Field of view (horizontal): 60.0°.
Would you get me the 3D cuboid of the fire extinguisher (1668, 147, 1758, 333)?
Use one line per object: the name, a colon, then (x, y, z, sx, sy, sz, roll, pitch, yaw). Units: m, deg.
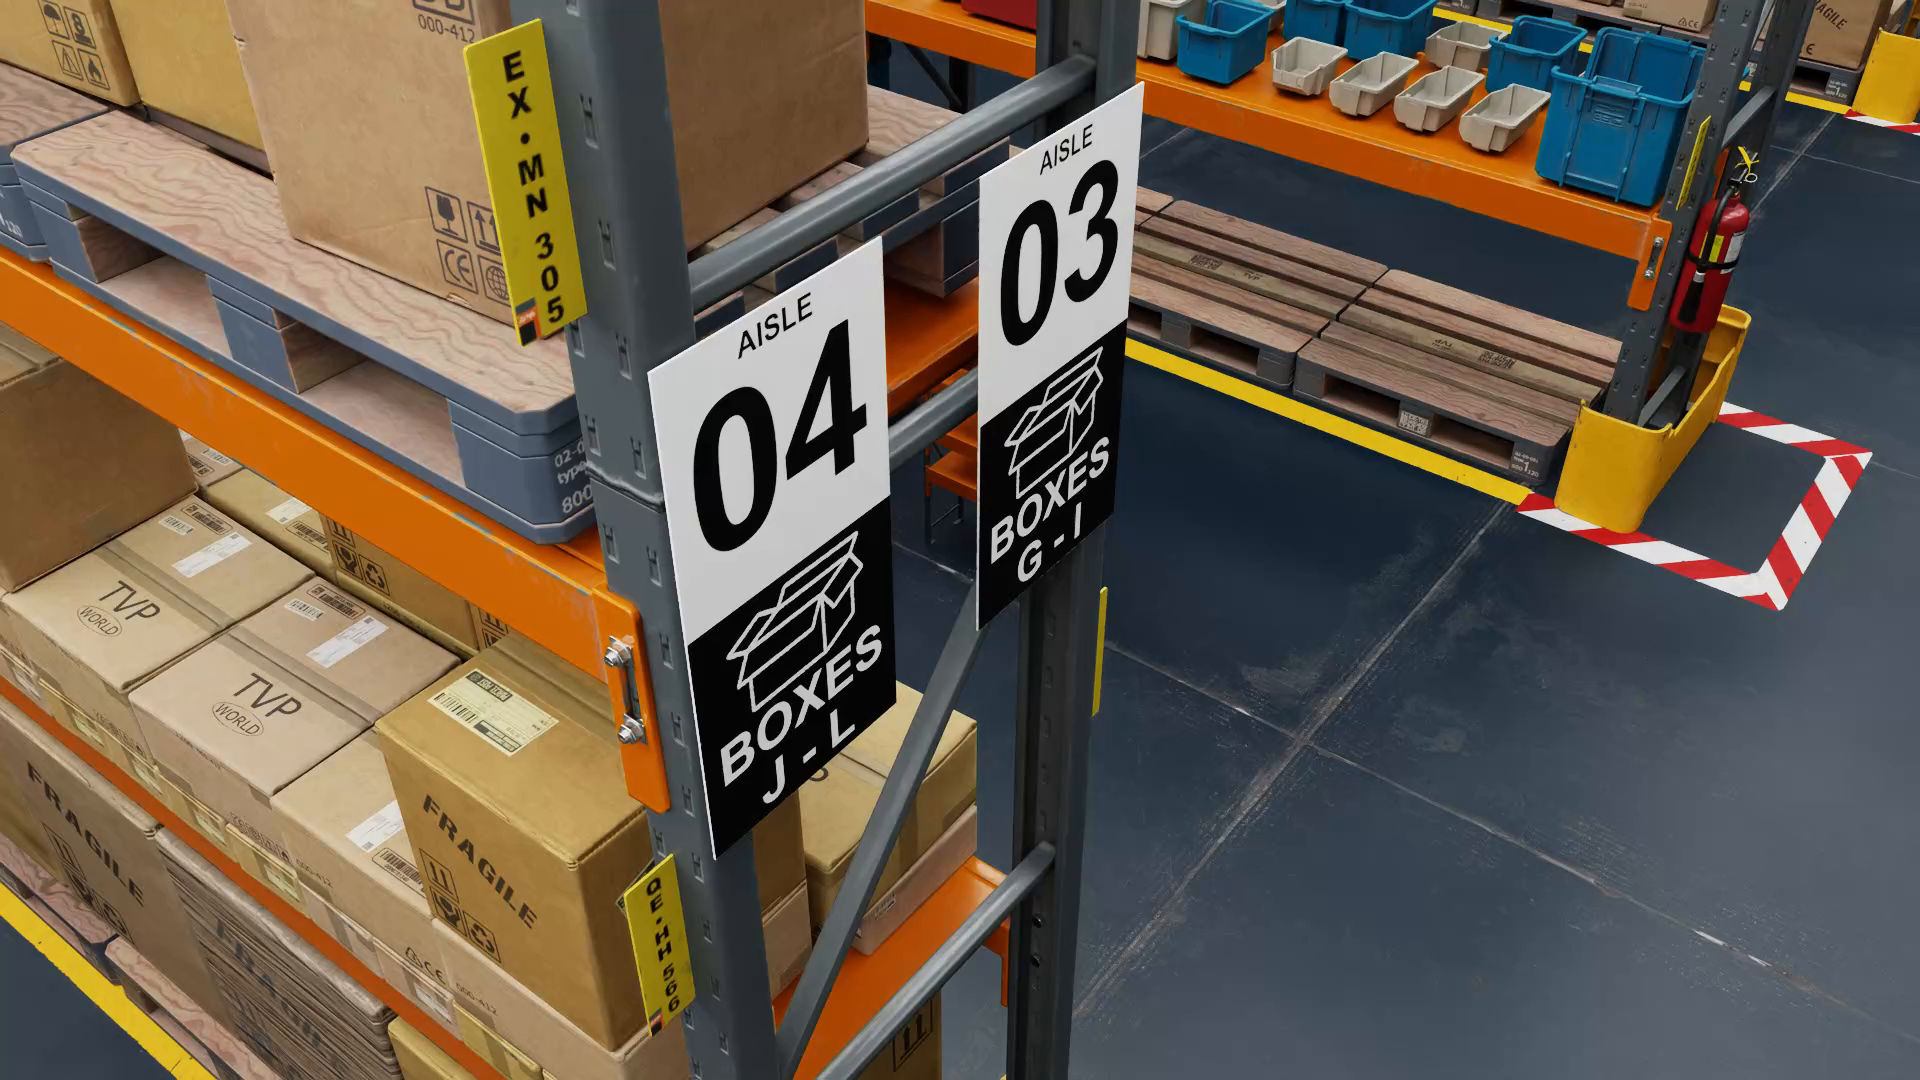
fire extinguisher: (2.761, -1.086, 6.069, 0.183, 0.674, 0.296, 25, 45, 29)

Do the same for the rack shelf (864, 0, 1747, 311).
rack shelf: (1.328, -2.008, 7.466, 4.000, 0.370, 1.077, 25, 45, 29)

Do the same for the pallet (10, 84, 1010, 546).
pallet: (-0.688, -0.536, 2.640, 1.213, 0.211, 1.003, 25, 45, 29)

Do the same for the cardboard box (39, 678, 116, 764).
cardboard box: (-1.997, 0.340, 4.086, 0.250, 0.149, 0.380, 24, 44, 27)

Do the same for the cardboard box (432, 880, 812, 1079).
cardboard box: (-0.638, 0.773, 3.210, 0.500, 0.250, 0.500, 25, 44, 28)

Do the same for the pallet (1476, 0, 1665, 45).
pallet: (4.270, -3.652, 11.244, 1.213, 0.211, 1.003, 25, 45, 29)

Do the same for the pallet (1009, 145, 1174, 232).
pallet: (0.347, -1.686, 8.733, 1.213, 0.211, 1.003, 25, 45, 29)

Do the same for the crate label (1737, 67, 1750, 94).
crate label: (2.921, -1.754, 6.644, 0.303, 0.233, 0.416, 25, 45, 29)

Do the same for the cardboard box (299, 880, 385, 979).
cardboard box: (-1.180, 0.724, 3.596, 0.250, 0.149, 0.380, 26, 45, 29)

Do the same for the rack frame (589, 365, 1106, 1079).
rack frame: (-0.092, 0.883, 3.189, 0.127, 3.000, 1.000, 25, 45, 29)

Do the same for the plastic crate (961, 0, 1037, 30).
plastic crate: (0.296, -2.632, 7.578, 0.583, 0.464, 0.402, 25, 45, 29)

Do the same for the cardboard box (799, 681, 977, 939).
cardboard box: (-0.309, 0.513, 3.542, 0.500, 0.250, 0.500, 24, 44, 27)

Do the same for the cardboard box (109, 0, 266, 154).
cardboard box: (-0.912, -0.981, 2.633, 0.500, 0.500, 0.700, 24, 44, 27)

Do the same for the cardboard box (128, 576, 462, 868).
cardboard box: (-1.445, 0.392, 3.696, 0.500, 0.250, 0.500, 24, 44, 27)

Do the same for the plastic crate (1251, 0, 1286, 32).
plastic crate: (1.305, -2.455, 7.618, 0.466, 0.136, 0.293, 25, 45, 29)

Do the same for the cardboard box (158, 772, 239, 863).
cardboard box: (-1.594, 0.531, 3.843, 0.250, 0.149, 0.380, 25, 45, 29)

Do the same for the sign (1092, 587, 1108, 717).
sign: (0.250, 0.241, 3.242, 0.005, 0.325, 0.100, 25, 45, 29)

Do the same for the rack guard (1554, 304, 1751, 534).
rack guard: (2.944, -0.556, 7.054, 0.348, 0.500, 1.175, 25, 45, 29)

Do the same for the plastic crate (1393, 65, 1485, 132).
plastic crate: (1.938, -1.795, 6.774, 0.243, 0.136, 0.396, 25, 45, 29)

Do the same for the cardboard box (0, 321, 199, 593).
cardboard box: (-2.242, -0.283, 3.951, 0.500, 0.500, 0.500, 24, 44, 27)

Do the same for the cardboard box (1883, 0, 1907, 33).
cardboard box: (5.805, -3.342, 10.542, 0.250, 0.149, 0.380, 25, 45, 29)

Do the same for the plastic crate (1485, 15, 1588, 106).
plastic crate: (2.398, -2.001, 6.959, 0.300, 0.233, 0.416, 25, 45, 29)

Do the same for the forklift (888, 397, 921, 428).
forklift: (-1.654, -1.862, 6.751, 3.031, 2.935, 1.130, 24, 44, 28)

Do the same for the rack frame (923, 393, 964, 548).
rack frame: (-0.062, -0.502, 6.418, 0.015, 1.200, 0.240, 25, 45, 29)

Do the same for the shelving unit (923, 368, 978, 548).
shelving unit: (0.131, -0.410, 6.301, 0.503, 1.200, 0.258, 25, 45, 29)

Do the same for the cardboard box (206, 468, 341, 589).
cardboard box: (-1.541, -0.062, 4.276, 0.500, 0.250, 0.500, 24, 44, 28)

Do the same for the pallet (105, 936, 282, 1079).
pallet: (-1.740, 1.262, 4.967, 1.213, 0.211, 1.003, 25, 45, 29)

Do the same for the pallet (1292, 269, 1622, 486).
pallet: (2.285, -0.772, 7.565, 1.213, 0.211, 1.003, 25, 45, 29)

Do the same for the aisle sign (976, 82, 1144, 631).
aisle sign: (0.147, -0.261, 2.541, 0.004, 0.787, 0.394, 25, 45, 29)

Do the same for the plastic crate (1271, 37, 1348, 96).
plastic crate: (1.455, -1.989, 7.022, 0.250, 0.136, 0.298, 25, 45, 29)

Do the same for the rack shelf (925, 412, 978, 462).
rack shelf: (0.131, -0.357, 6.342, 0.480, 0.148, 0.258, 25, 45, 29)

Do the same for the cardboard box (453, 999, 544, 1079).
cardboard box: (-0.783, 0.913, 3.355, 0.250, 0.149, 0.380, 26, 45, 29)

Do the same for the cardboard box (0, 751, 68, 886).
cardboard box: (-2.794, 0.342, 5.263, 0.875, 0.875, 0.875, 25, 45, 29)

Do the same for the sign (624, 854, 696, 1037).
sign: (-0.433, 0.594, 2.427, 0.005, 0.325, 0.100, 25, 45, 29)

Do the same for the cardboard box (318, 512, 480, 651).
cardboard box: (-1.122, -0.161, 3.794, 0.500, 0.500, 0.500, 24, 44, 27)

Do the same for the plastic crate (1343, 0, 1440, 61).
plastic crate: (1.875, -2.247, 7.274, 0.300, 0.233, 0.416, 25, 45, 29)

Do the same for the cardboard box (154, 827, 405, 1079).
cardboard box: (-1.372, 1.013, 4.406, 0.875, 0.875, 0.875, 25, 45, 29)

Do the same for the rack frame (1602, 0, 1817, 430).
rack frame: (2.917, -1.543, 6.287, 0.127, 3.000, 1.000, 25, 45, 29)

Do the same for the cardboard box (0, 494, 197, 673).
cardboard box: (-2.248, 0.011, 4.183, 0.500, 0.250, 0.500, 26, 45, 30)

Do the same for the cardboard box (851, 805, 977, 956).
cardboard box: (-0.174, 0.687, 3.643, 0.250, 0.149, 0.380, 26, 45, 29)

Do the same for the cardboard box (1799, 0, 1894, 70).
cardboard box: (5.348, -3.239, 10.124, 0.500, 0.500, 0.500, 25, 45, 29)

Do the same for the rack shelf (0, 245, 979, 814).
rack shelf: (-1.681, -0.764, 3.443, 4.000, 0.370, 1.077, 25, 45, 29)

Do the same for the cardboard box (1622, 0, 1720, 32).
cardboard box: (4.611, -3.511, 10.674, 0.500, 0.250, 0.500, 25, 45, 29)
